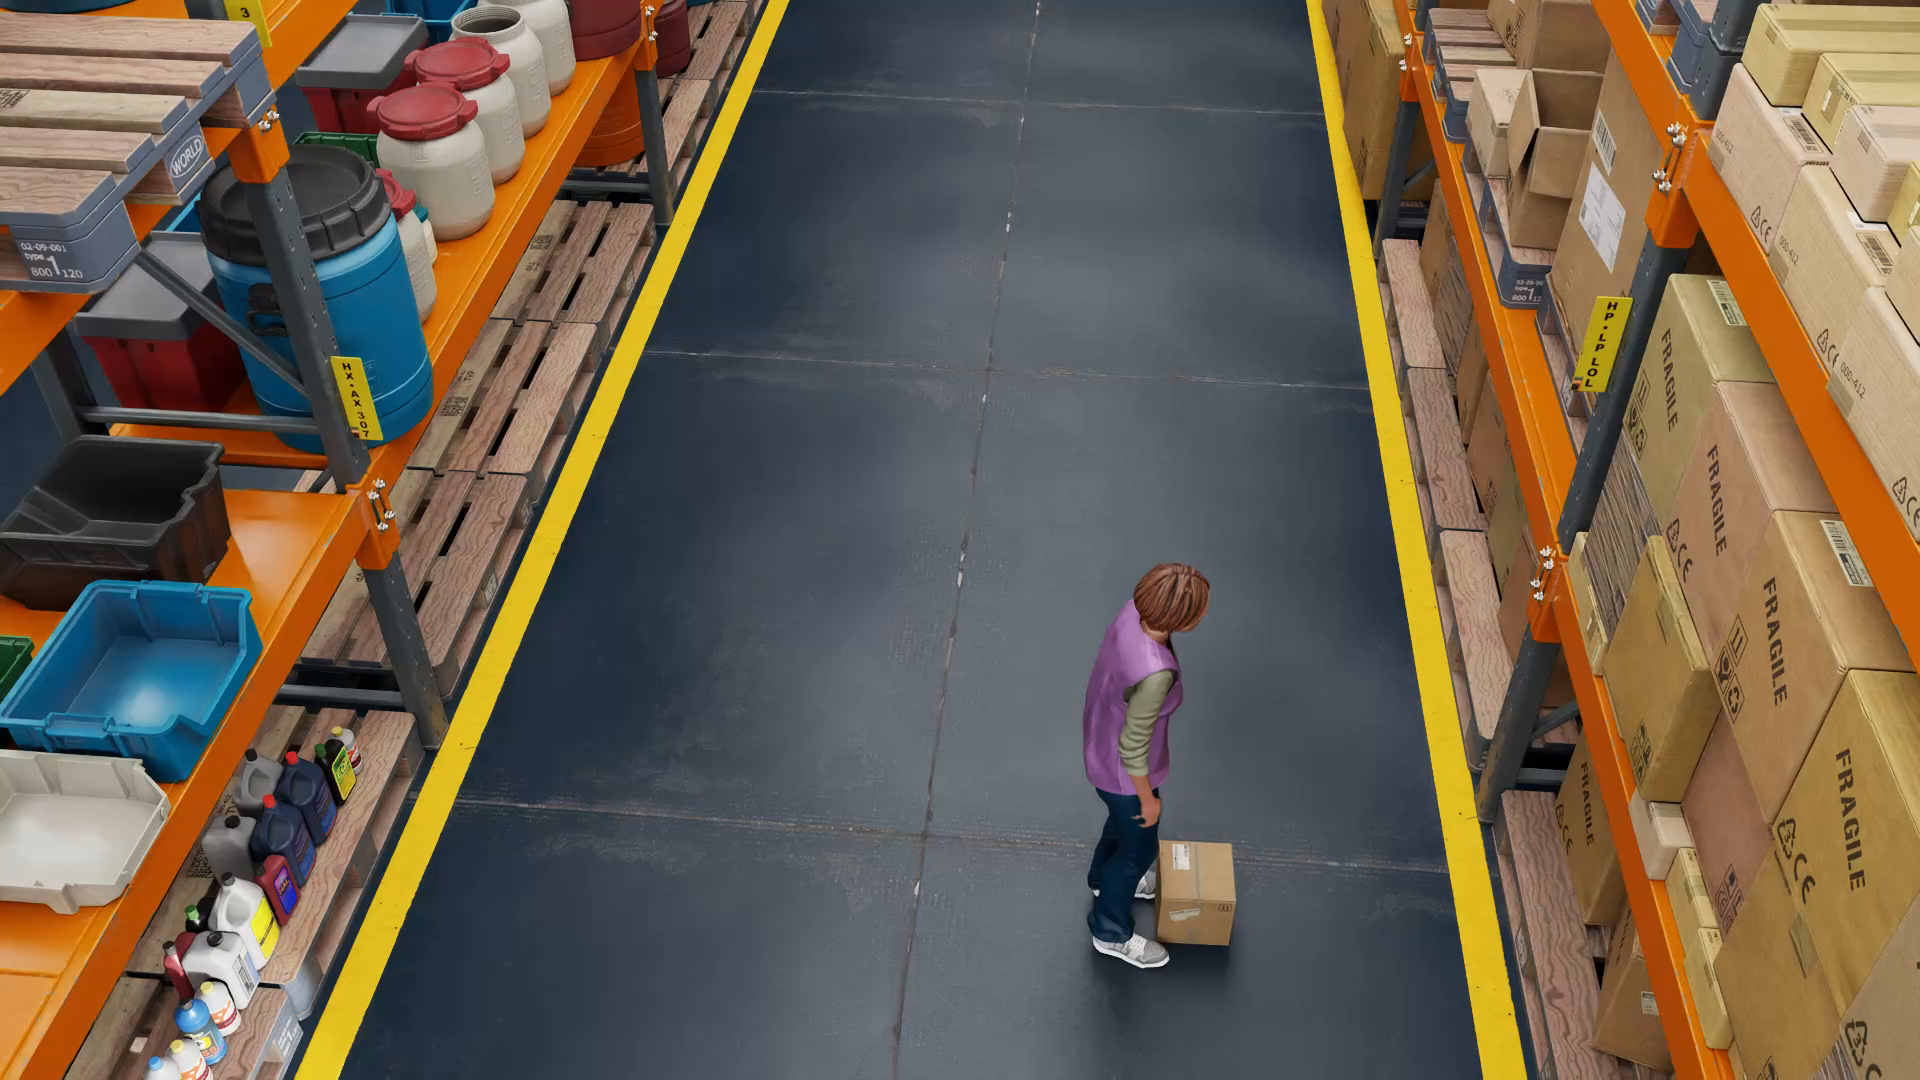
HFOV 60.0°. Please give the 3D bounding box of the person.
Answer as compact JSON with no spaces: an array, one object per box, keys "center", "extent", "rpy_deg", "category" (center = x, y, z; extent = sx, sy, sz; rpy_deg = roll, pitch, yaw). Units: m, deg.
[{"center":[0.566,0.705,5.344],"extent":[0.348,1.592,0.483],"rpy_deg":[1,41,1],"category":"person"}]
